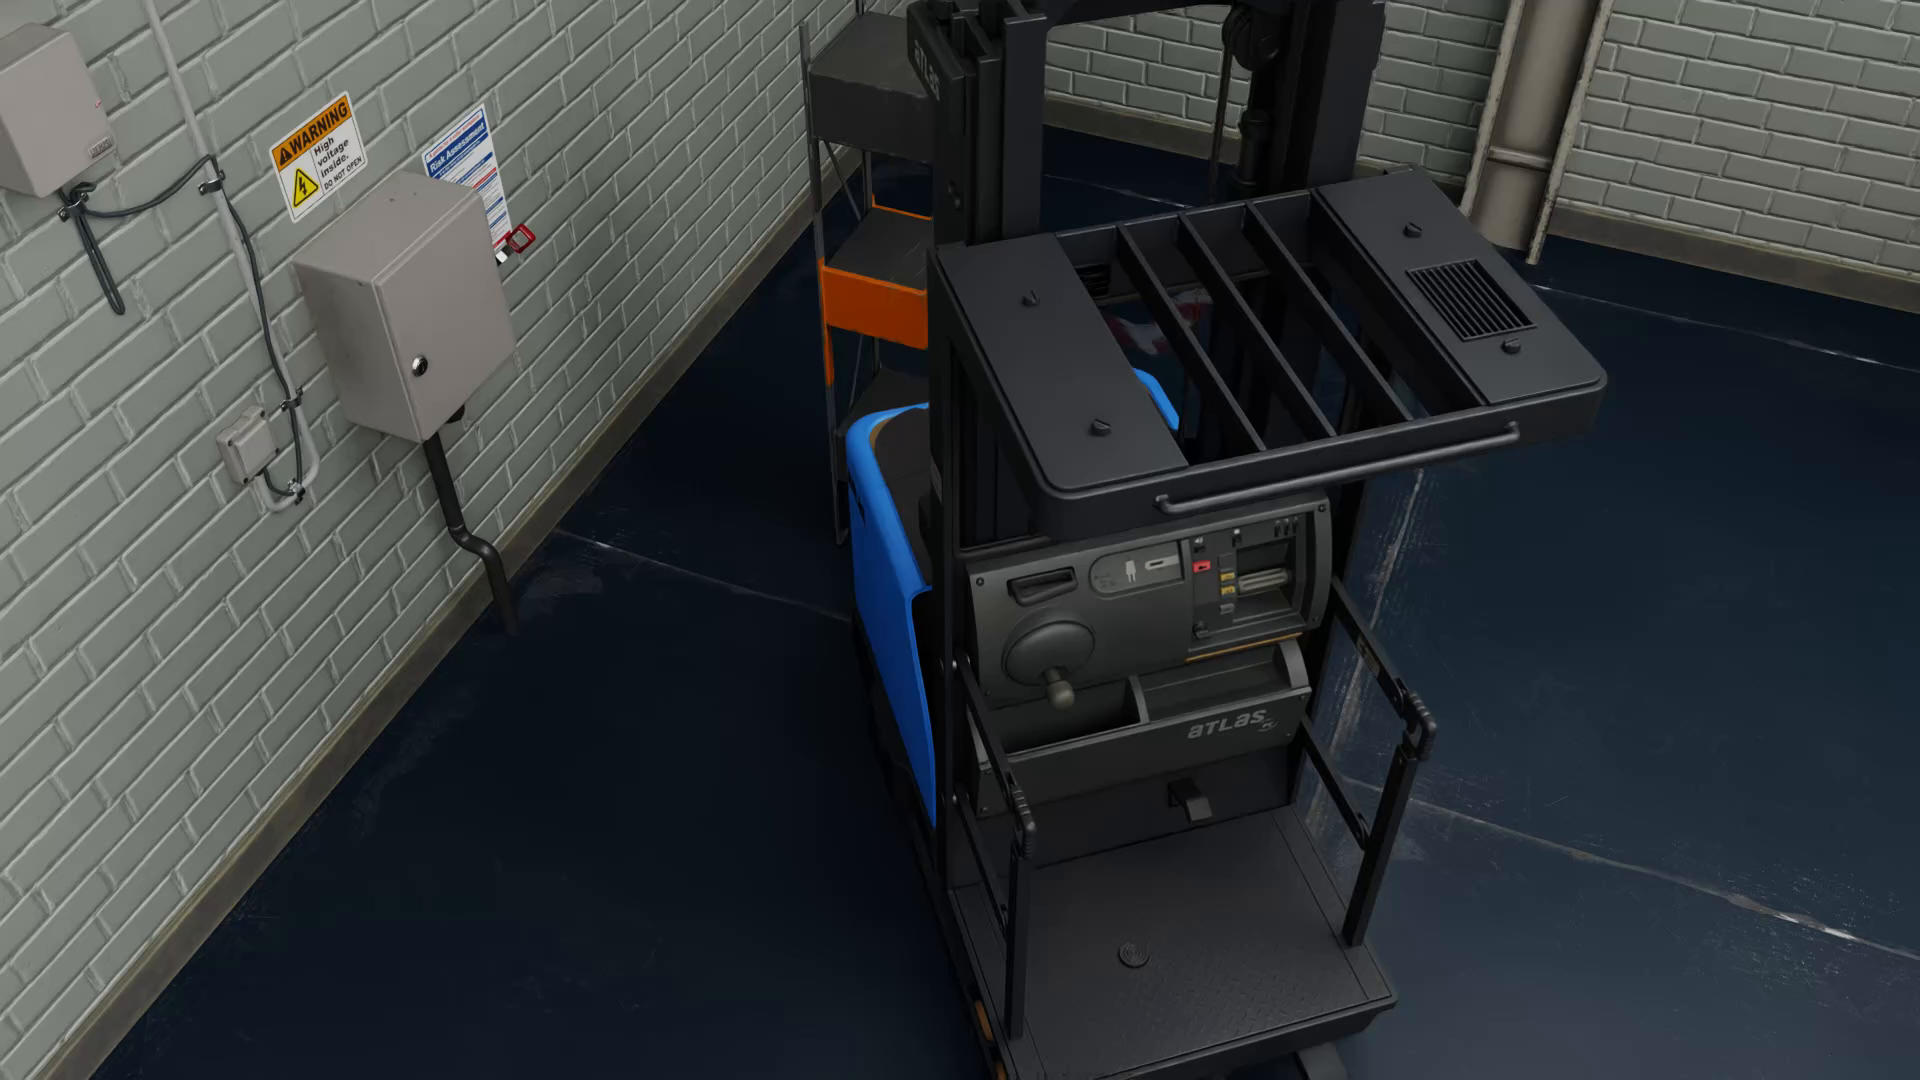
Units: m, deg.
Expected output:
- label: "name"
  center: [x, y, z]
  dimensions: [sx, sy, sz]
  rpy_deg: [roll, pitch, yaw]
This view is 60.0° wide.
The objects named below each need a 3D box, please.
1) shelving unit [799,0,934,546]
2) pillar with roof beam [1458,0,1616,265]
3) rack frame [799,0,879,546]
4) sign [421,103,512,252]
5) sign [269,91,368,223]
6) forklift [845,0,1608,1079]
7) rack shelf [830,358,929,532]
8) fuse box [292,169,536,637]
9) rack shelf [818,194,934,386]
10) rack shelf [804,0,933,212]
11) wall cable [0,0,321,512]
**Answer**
- label: "shelving unit"
  center: [-0.153, -0.789, 5.555]
  dimensions: [0.503, 2.100, 0.431]
  rpy_deg: [16, 47, 16]
- label: "pillar with roof beam"
  center: [0.819, -1.780, 1.659]
  dimensions: [0.400, 9.000, 9.100]
  rpy_deg: [16, 47, 16]
- label: "rack frame"
  center: [-0.378, -0.856, 5.621]
  dimensions: [0.015, 2.100, 0.400]
  rpy_deg: [16, 47, 16]
- label: "sign"
  center: [-1.560, -1.093, 5.289]
  dimensions: [0.001, 0.494, 0.329]
  rpy_deg: [16, 47, 16]
- label: "sign"
  center: [-1.772, -1.061, 4.605]
  dimensions: [0.001, 0.242, 0.339]
  rpy_deg: [16, 47, 16]
- label: "forklift"
  center: [0.539, 0.244, 3.927]
  dimensions: [1.130, 2.935, 3.031]
  rpy_deg: [-12, 46, -12]
- label: "rack shelf"
  center: [-0.153, -0.283, 6.058]
  dimensions: [0.480, 0.518, 0.431]
  rpy_deg: [16, 47, 16]
- label: "fuse box"
  center: [-1.559, -0.292, 5.330]
  dimensions: [0.414, 1.711, 0.539]
  rpy_deg: [16, 47, 16]
- label: "rack shelf"
  center: [-0.153, -0.780, 5.564]
  dimensions: [0.480, 0.518, 0.431]
  rpy_deg: [16, 47, 16]
- label: "rack shelf"
  center: [-0.153, -1.276, 5.070]
  dimensions: [0.480, 0.518, 0.431]
  rpy_deg: [16, 47, 16]
- label: "wall cable"
  center: [-1.967, -0.707, 4.114]
  dimensions: [0.122, 1.984, 0.588]
  rpy_deg: [16, 47, 16]
